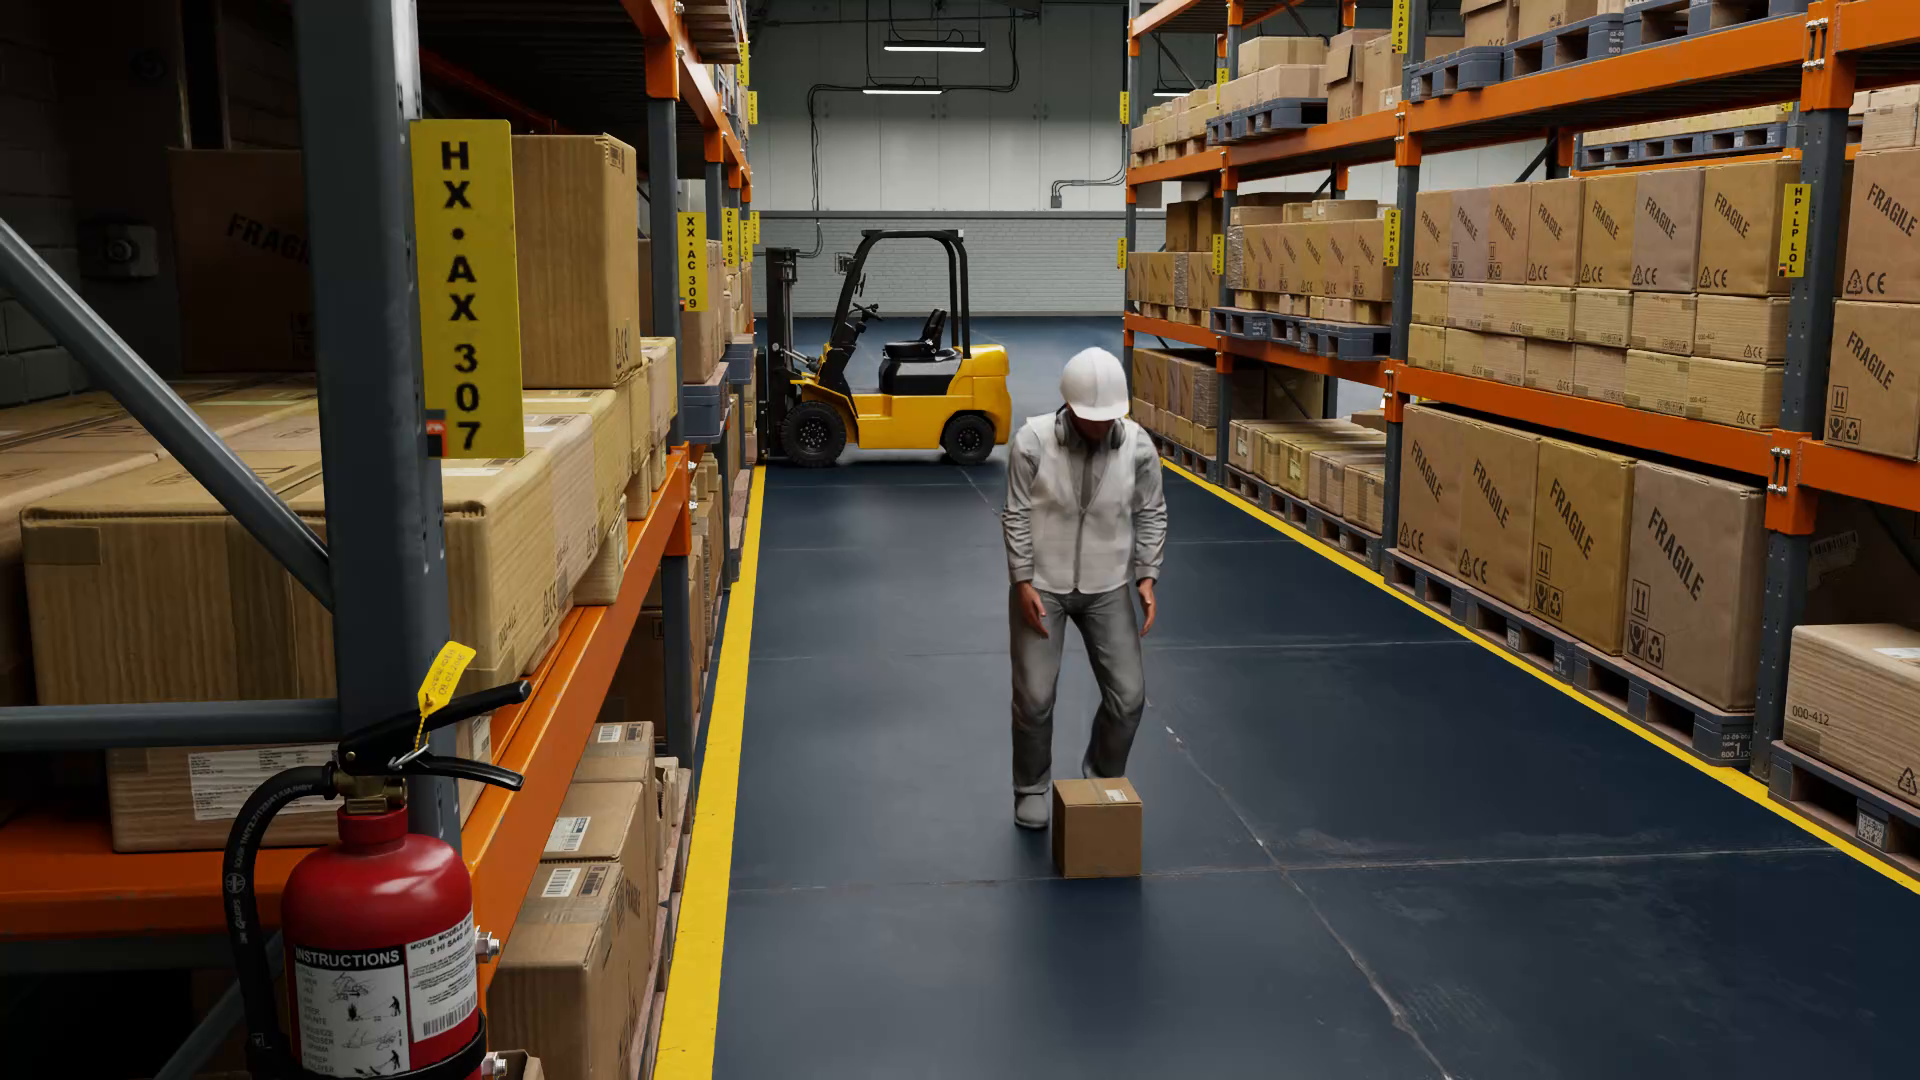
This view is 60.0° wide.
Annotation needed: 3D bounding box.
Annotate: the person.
[{"bbox_3d":[0.426,0.164,5.727,0.574,1.665,0.559,-1,10,-5],"label":"person"}]
